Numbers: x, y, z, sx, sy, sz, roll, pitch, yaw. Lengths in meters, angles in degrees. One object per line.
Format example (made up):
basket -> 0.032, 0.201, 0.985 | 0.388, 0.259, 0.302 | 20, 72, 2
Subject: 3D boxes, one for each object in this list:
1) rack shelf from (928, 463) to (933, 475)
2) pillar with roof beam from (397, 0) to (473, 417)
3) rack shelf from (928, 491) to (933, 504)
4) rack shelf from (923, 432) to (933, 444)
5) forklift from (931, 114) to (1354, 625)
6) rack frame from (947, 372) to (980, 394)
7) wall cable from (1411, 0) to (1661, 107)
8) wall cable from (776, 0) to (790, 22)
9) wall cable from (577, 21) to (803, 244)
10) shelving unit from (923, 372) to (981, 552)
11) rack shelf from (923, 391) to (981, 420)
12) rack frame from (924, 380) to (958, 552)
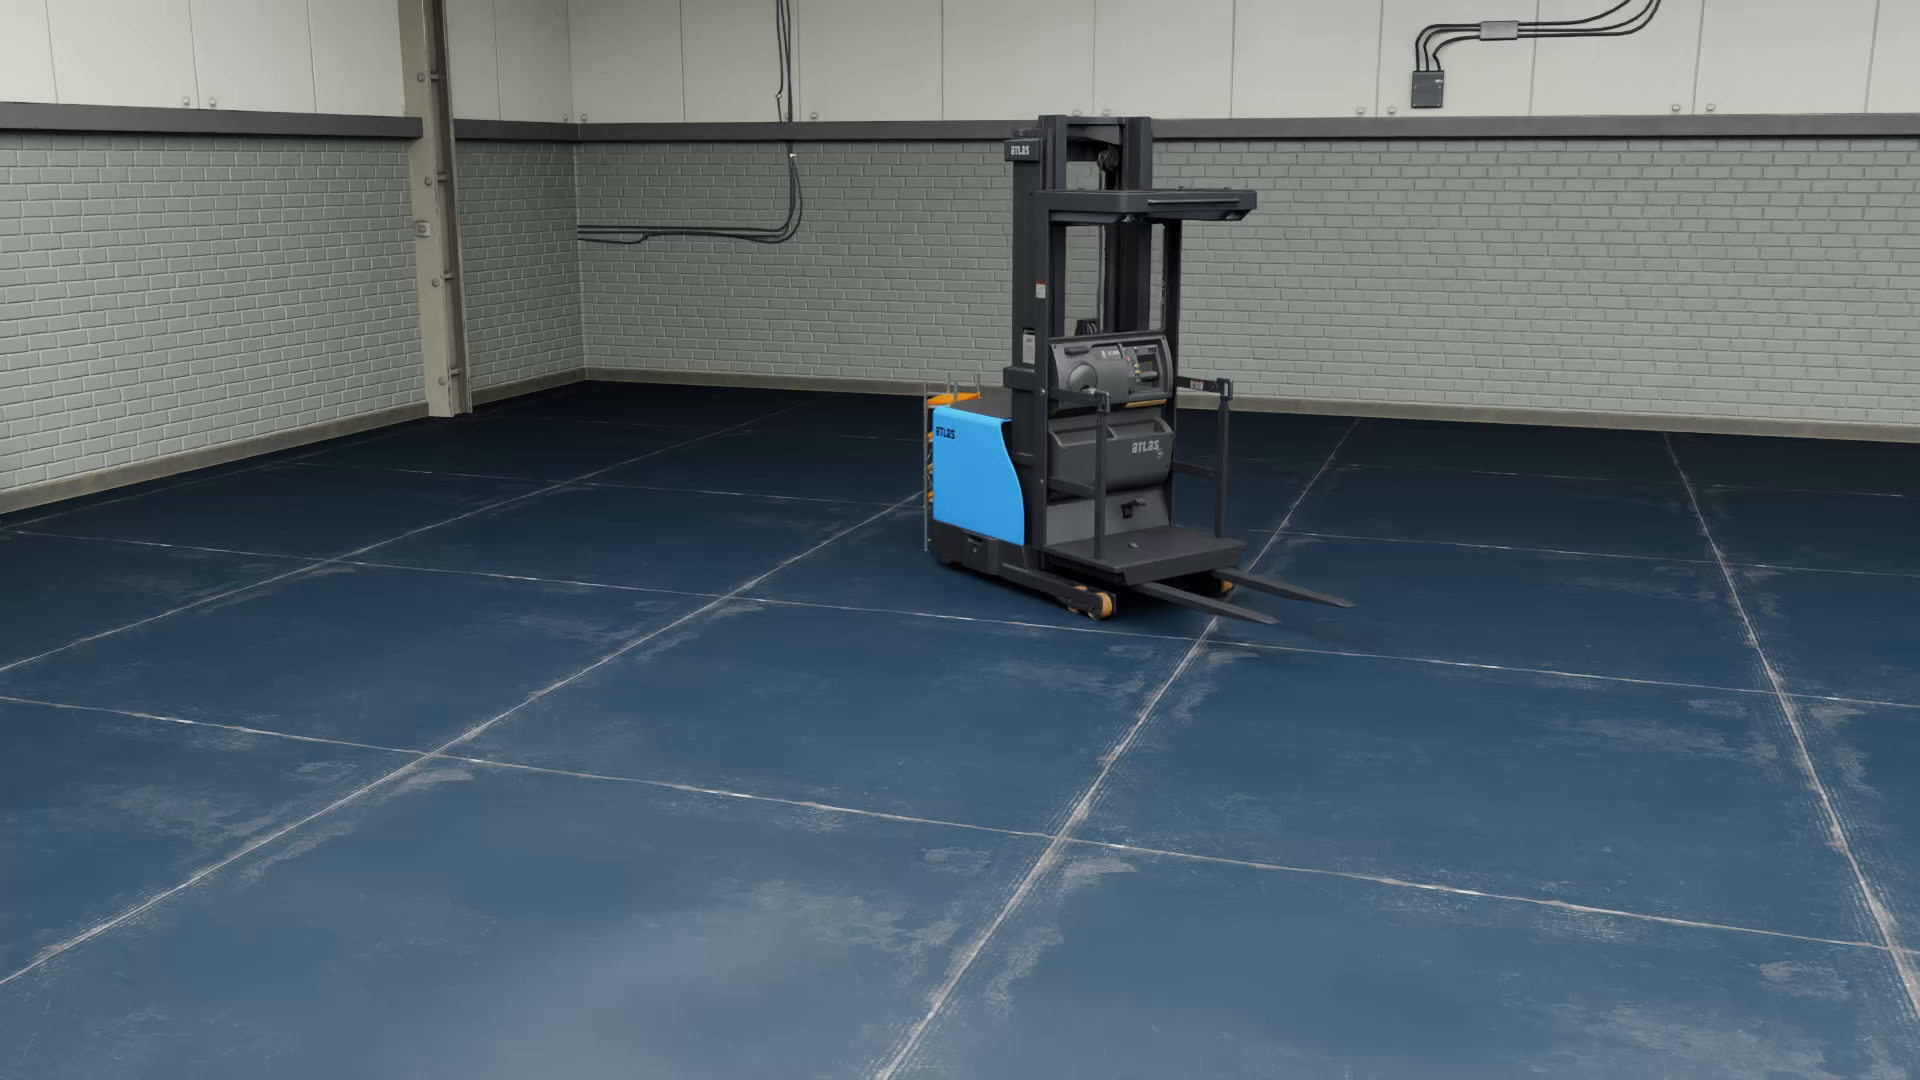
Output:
rack shelf -> -0.054, -0.485, 11.717 | 0.258, 0.148, 0.480 | 4, 14, 18
pillar with roof beam -> -1.435, -5.440, 15.598 | 9.100, 9.000, 0.400 | 4, 14, 18
rack shelf -> -0.054, -0.291, 11.761 | 0.258, 0.148, 0.480 | 4, 14, 18
rack shelf -> -0.054, -0.703, 11.667 | 0.258, 0.148, 0.480 | 4, 14, 18
forklift -> 1.071, -1.076, 10.115 | 1.130, 2.935, 3.031 | -9, 16, -35
rack frame -> 0.025, -0.601, 11.927 | 0.240, 1.200, 0.015 | 4, 14, 18
wall cable -> 5.674, -7.246, 15.868 | 2.305, 6.003, 0.169 | 4, 14, 18
wall cable -> -0.744, -7.028, 18.186 | 3.097, 2.526, 0.112 | 4, 14, 18
wall cable -> -3.304, -4.761, 19.602 | 3.097, 2.526, 0.112 | 4, 14, 18
shelving unit -> -0.054, -0.550, 11.702 | 0.258, 1.200, 0.503 | 4, 14, 18
rack shelf -> -0.054, -0.933, 11.614 | 0.258, 0.148, 0.480 | 4, 14, 18
rack frame -> -0.133, -0.499, 11.477 | 0.240, 1.200, 0.015 | 4, 14, 18
